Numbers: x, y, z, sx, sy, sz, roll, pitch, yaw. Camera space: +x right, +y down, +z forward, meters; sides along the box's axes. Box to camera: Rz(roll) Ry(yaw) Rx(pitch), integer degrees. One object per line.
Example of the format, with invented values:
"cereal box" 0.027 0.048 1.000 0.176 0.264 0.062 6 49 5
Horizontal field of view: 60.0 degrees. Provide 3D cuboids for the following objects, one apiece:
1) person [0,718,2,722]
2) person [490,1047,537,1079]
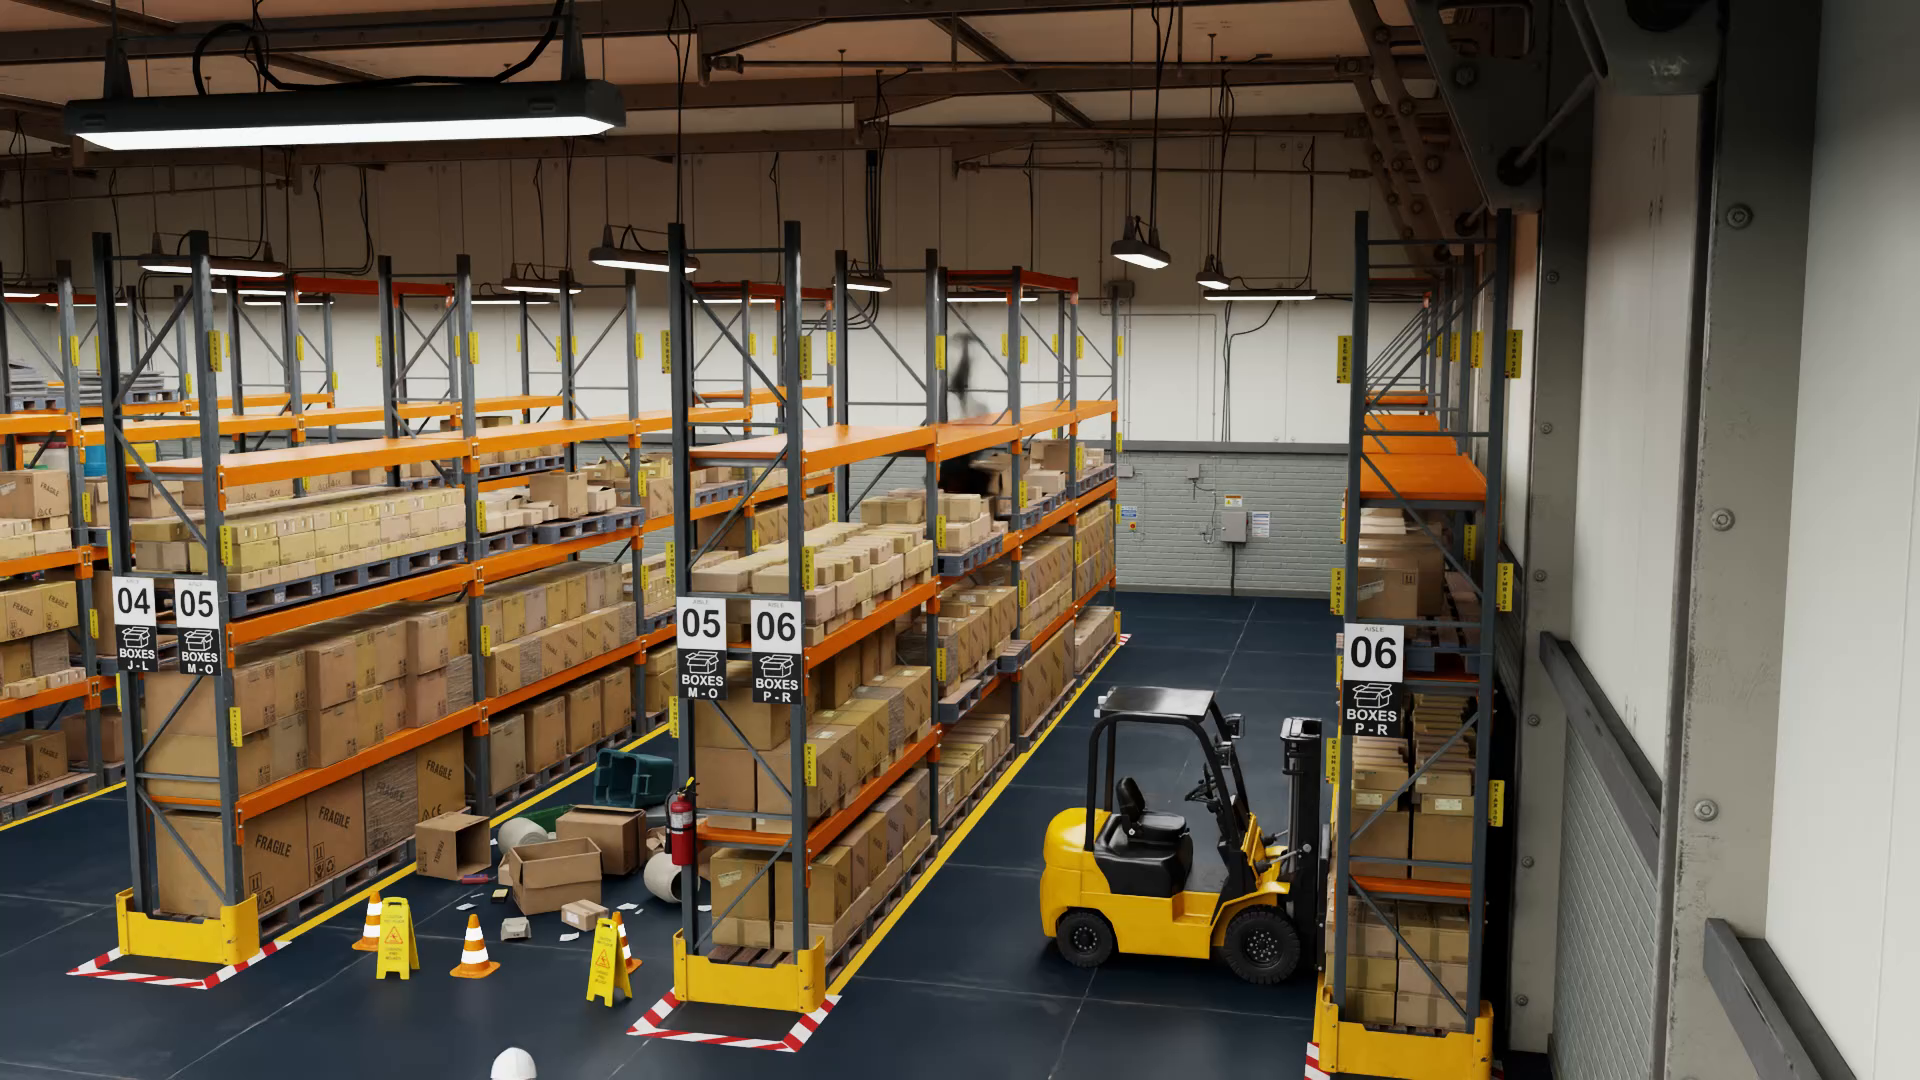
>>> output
"person" -12.567 1.737 21.351 0.585 1.648 0.691 0 7 -3
"person" -2.236 3.309 8.441 0.636 1.721 0.848 -1 7 -11
